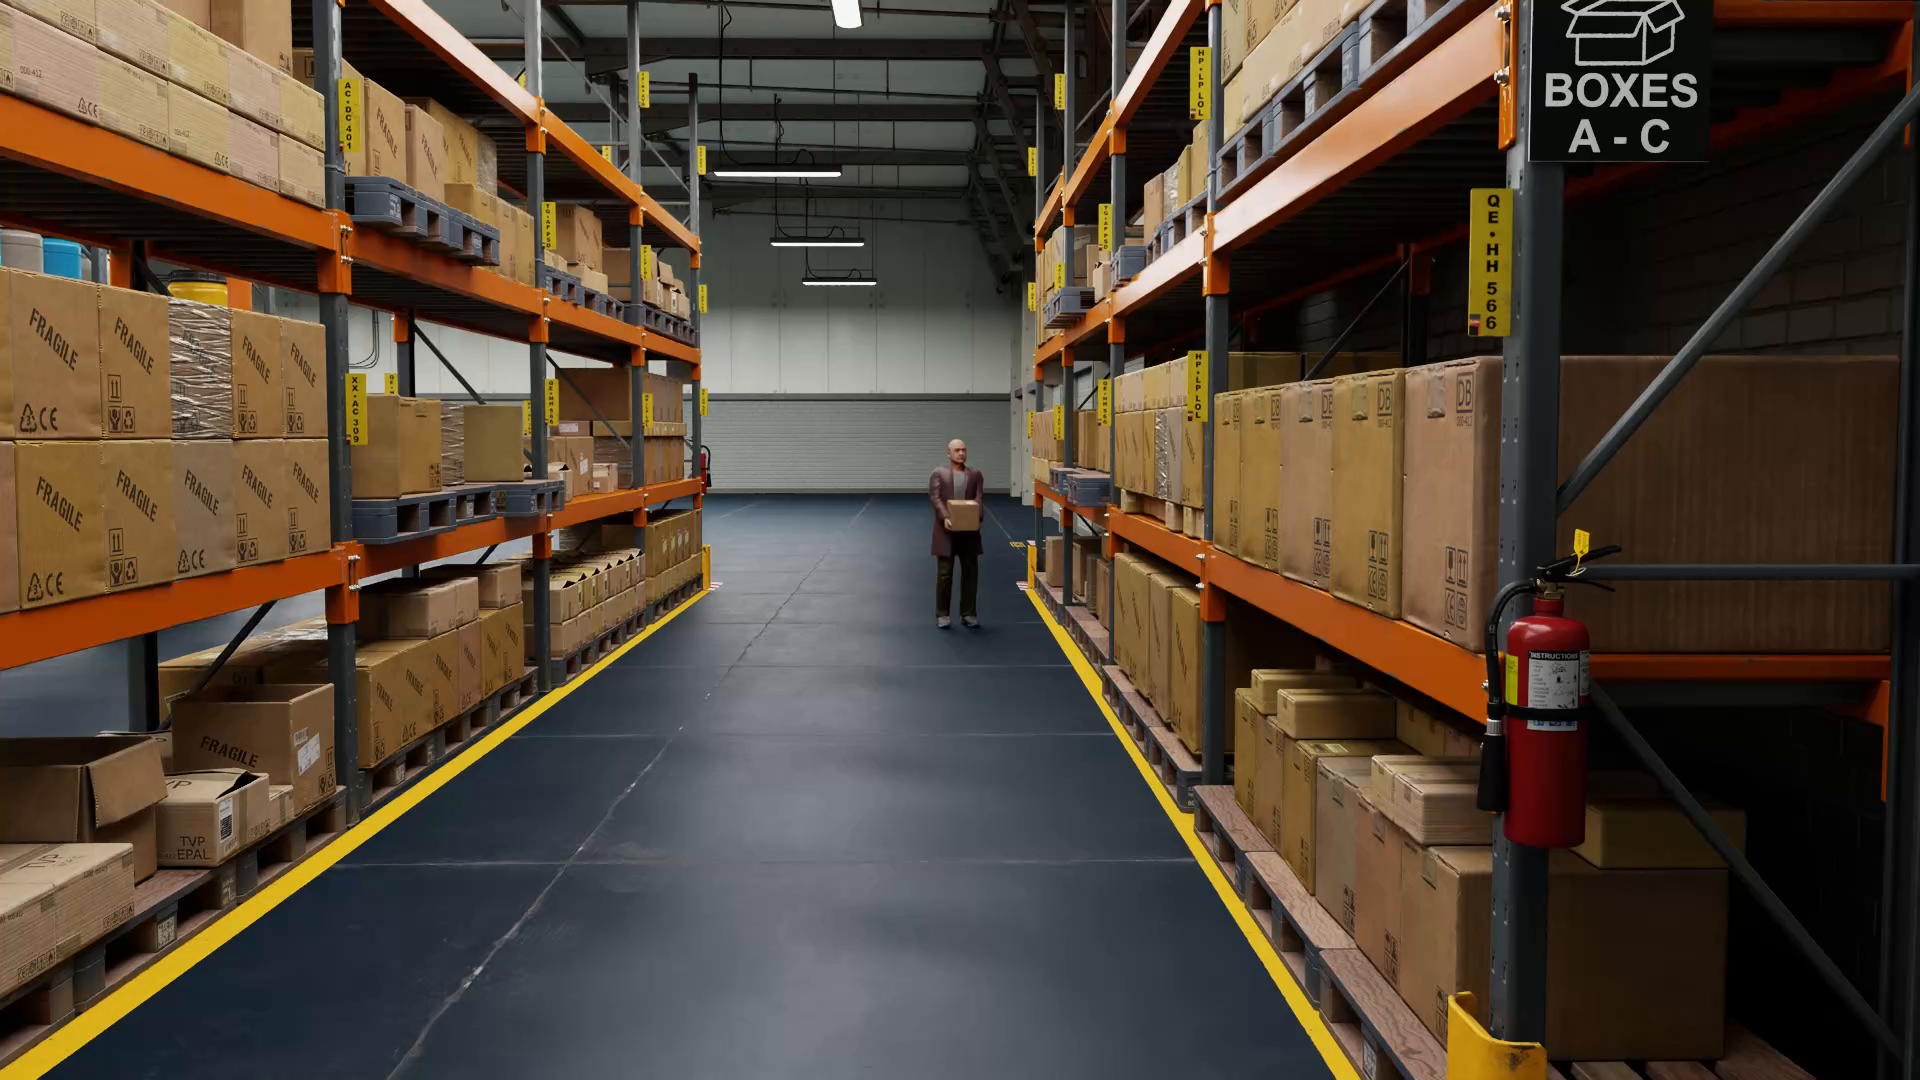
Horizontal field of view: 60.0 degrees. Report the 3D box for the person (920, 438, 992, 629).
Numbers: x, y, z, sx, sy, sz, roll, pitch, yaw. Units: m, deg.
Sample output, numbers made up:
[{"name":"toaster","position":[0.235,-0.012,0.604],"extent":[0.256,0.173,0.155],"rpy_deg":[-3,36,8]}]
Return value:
[{"name":"person","position":[-0.020,-0.073,15.696],"extent":[0.696,1.775,0.582],"rpy_deg":[-1,4,-13]}]
